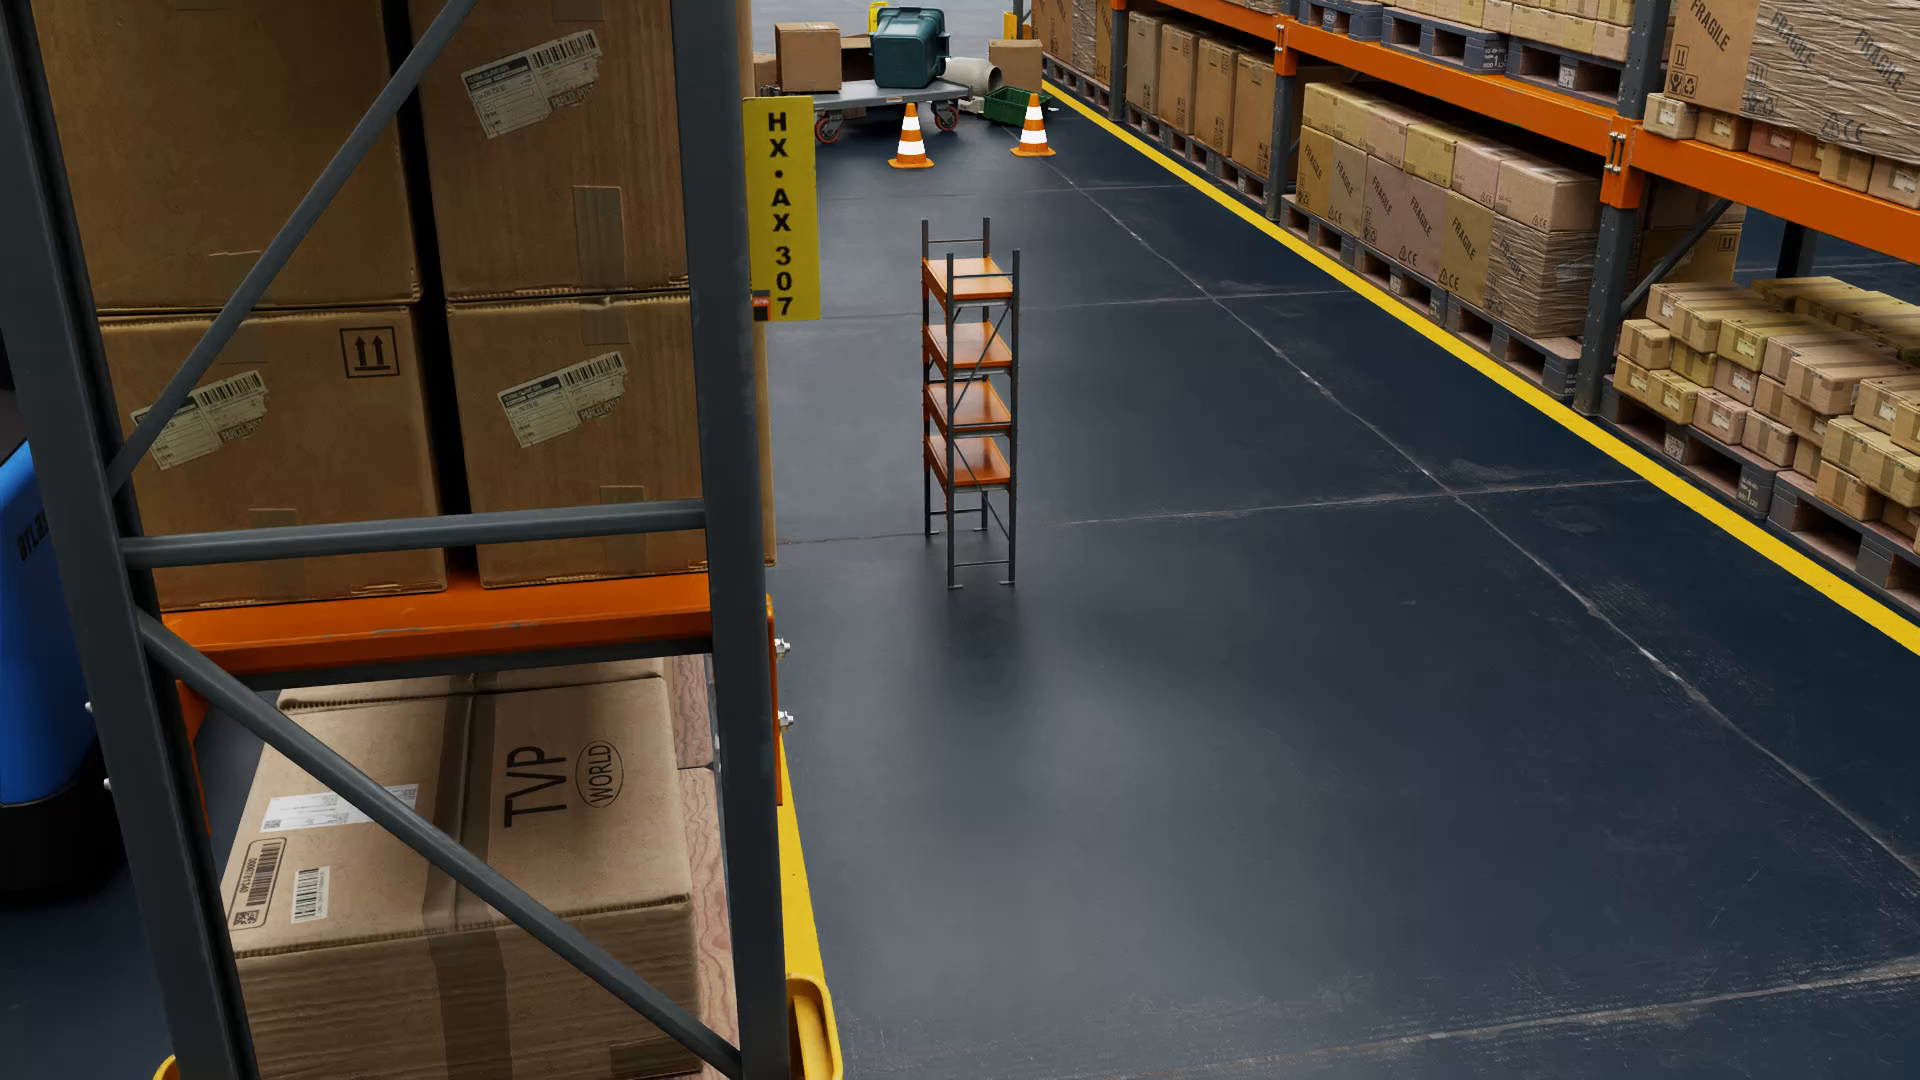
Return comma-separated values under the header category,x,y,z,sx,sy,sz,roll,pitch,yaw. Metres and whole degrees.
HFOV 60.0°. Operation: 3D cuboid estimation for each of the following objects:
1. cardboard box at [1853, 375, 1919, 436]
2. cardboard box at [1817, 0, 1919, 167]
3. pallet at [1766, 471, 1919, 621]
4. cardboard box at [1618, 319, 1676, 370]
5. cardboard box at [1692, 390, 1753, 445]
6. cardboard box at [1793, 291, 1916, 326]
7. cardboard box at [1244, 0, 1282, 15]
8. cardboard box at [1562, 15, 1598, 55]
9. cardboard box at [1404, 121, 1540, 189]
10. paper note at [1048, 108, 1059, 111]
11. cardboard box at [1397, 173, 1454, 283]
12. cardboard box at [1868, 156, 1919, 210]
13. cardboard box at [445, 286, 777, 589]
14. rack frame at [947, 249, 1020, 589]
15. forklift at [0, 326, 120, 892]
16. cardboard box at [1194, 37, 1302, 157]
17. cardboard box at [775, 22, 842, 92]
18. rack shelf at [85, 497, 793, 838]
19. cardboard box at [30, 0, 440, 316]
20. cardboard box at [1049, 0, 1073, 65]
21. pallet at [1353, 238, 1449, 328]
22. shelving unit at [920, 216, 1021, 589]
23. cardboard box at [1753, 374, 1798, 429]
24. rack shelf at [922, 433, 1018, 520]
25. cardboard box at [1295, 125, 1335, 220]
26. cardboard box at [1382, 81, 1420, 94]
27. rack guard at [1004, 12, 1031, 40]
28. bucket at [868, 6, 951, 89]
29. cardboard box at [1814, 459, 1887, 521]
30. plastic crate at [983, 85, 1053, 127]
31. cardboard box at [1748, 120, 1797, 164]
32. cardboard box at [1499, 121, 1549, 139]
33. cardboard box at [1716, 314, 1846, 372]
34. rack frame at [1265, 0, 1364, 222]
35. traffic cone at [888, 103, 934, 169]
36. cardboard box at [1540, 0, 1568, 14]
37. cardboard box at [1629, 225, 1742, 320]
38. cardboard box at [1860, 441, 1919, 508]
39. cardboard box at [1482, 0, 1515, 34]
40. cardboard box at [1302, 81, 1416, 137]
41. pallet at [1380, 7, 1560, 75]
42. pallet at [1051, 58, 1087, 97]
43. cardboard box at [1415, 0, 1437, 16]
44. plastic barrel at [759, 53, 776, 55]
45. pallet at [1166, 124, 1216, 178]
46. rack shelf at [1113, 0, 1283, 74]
category,x,y,z,sx,sy,sz,roll,pitch,yaw
cardboard box,3.419,-0.475,5.883,0.380,0.149,0.250,-5,24,-12
cardboard box,3.303,-1.557,5.571,0.500,0.500,0.500,-5,24,-11
pallet,3.690,0.037,5.902,1.003,0.211,1.213,-4,24,-10
cardboard box,3.055,-0.839,7.090,0.380,0.149,0.250,-3,24,-7
cardboard box,3.200,-0.504,6.693,0.380,0.149,0.250,-4,24,-10
cardboard box,3.710,-0.924,6.911,0.380,0.149,0.250,-4,24,-9
cardboard box,2.216,-3.760,10.986,0.500,0.500,0.500,-4,24,-10
cardboard box,2.986,-2.304,7.568,0.380,0.149,0.250,-4,24,-9
cardboard box,2.723,-2.058,8.877,0.500,0.250,0.500,-5,24,-12
paper note,0.809,-3.967,15.295,0.142,0.020,0.147,18,29,36
cardboard box,2.733,-1.707,9.009,0.500,0.500,0.500,-5,24,-11
cardboard box,3.325,-1.218,5.606,0.380,0.149,0.250,-3,24,-7
cardboard box,-0.610,-0.260,2.972,0.500,0.500,0.500,-4,24,-10
rack frame,0.076,-0.389,5.641,0.240,1.200,0.015,-4,24,-10
forklift,-2.954,-0.984,4.841,1.130,2.935,3.031,-4,24,-10
cardboard box,2.374,-3.308,12.363,1.050,0.750,0.750,-4,24,-9
cardboard box,-1.279,-4.069,13.996,0.500,0.500,0.500,-4,24,-10
rack shelf,-1.174,-0.461,4.457,1.077,0.370,4.000,-4,24,-10
cardboard box,-1.127,-0.680,2.685,0.500,0.500,0.500,-4,24,-8
cardboard box,1.439,-5.314,16.801,0.875,0.875,0.875,-5,24,-11
pallet,2.928,-1.493,9.404,1.003,0.211,1.213,-4,24,-10
shelving unit,0.031,-0.485,5.861,0.258,1.200,0.503,-4,24,-10
cardboard box,3.318,-0.547,6.420,0.380,0.149,0.250,-6,24,-12
rack shelf,0.031,-0.241,5.967,0.258,0.148,0.480,-4,24,-10
cardboard box,2.443,-2.307,10.382,0.500,0.500,0.500,-5,24,-12
cardboard box,2.947,-2.698,10.341,0.500,0.250,0.500,-5,24,-11
rack guard,1.079,-5.567,18.373,1.175,0.500,0.348,-4,24,-10
bucket,-0.468,-4.209,14.331,0.726,0.611,0.620,4,34,9
cardboard box,3.334,-0.195,5.986,0.380,0.149,0.250,-5,24,-11
plastic crate,0.504,-3.839,14.734,0.450,0.188,0.662,17,27,13
cardboard box,3.255,-1.536,6.332,0.380,0.149,0.250,-5,24,-12
cardboard box,3.235,-2.094,8.959,0.500,0.250,0.500,-3,24,-8
cardboard box,3.250,-0.783,6.588,0.380,0.149,0.250,-5,24,-10
rack frame,2.563,-3.557,10.646,1.000,3.000,0.127,-4,24,-10
traffic cone,-0.381,-3.137,12.855,0.336,0.463,0.334,-4,24,-10
cardboard box,2.942,-2.540,7.736,0.380,0.149,0.250,-3,24,-7
cardboard box,3.427,-1.341,8.170,0.500,0.500,0.500,-3,24,-8
cardboard box,3.350,-0.234,5.704,0.380,0.149,0.250,-4,24,-9
cardboard box,2.839,-2.610,8.268,0.380,0.149,0.250,-5,24,-12
cardboard box,2.452,-2.658,10.250,0.500,0.250,0.500,-5,24,-12
pallet,2.969,-2.693,8.909,1.003,0.211,1.213,-4,24,-10
pallet,1.530,-4.638,16.606,1.003,0.211,1.213,-4,24,-10
cardboard box,2.694,-2.922,8.981,0.380,0.149,0.250,-4,24,-9
plastic barrel,-1.893,-4.416,15.833,0.512,0.421,0.421,13,27,27
pallet,2.269,-3.073,13.023,1.003,0.211,1.213,-4,24,-10
rack shelf,2.193,-4.014,12.591,1.077,0.370,4.000,-4,24,-10
